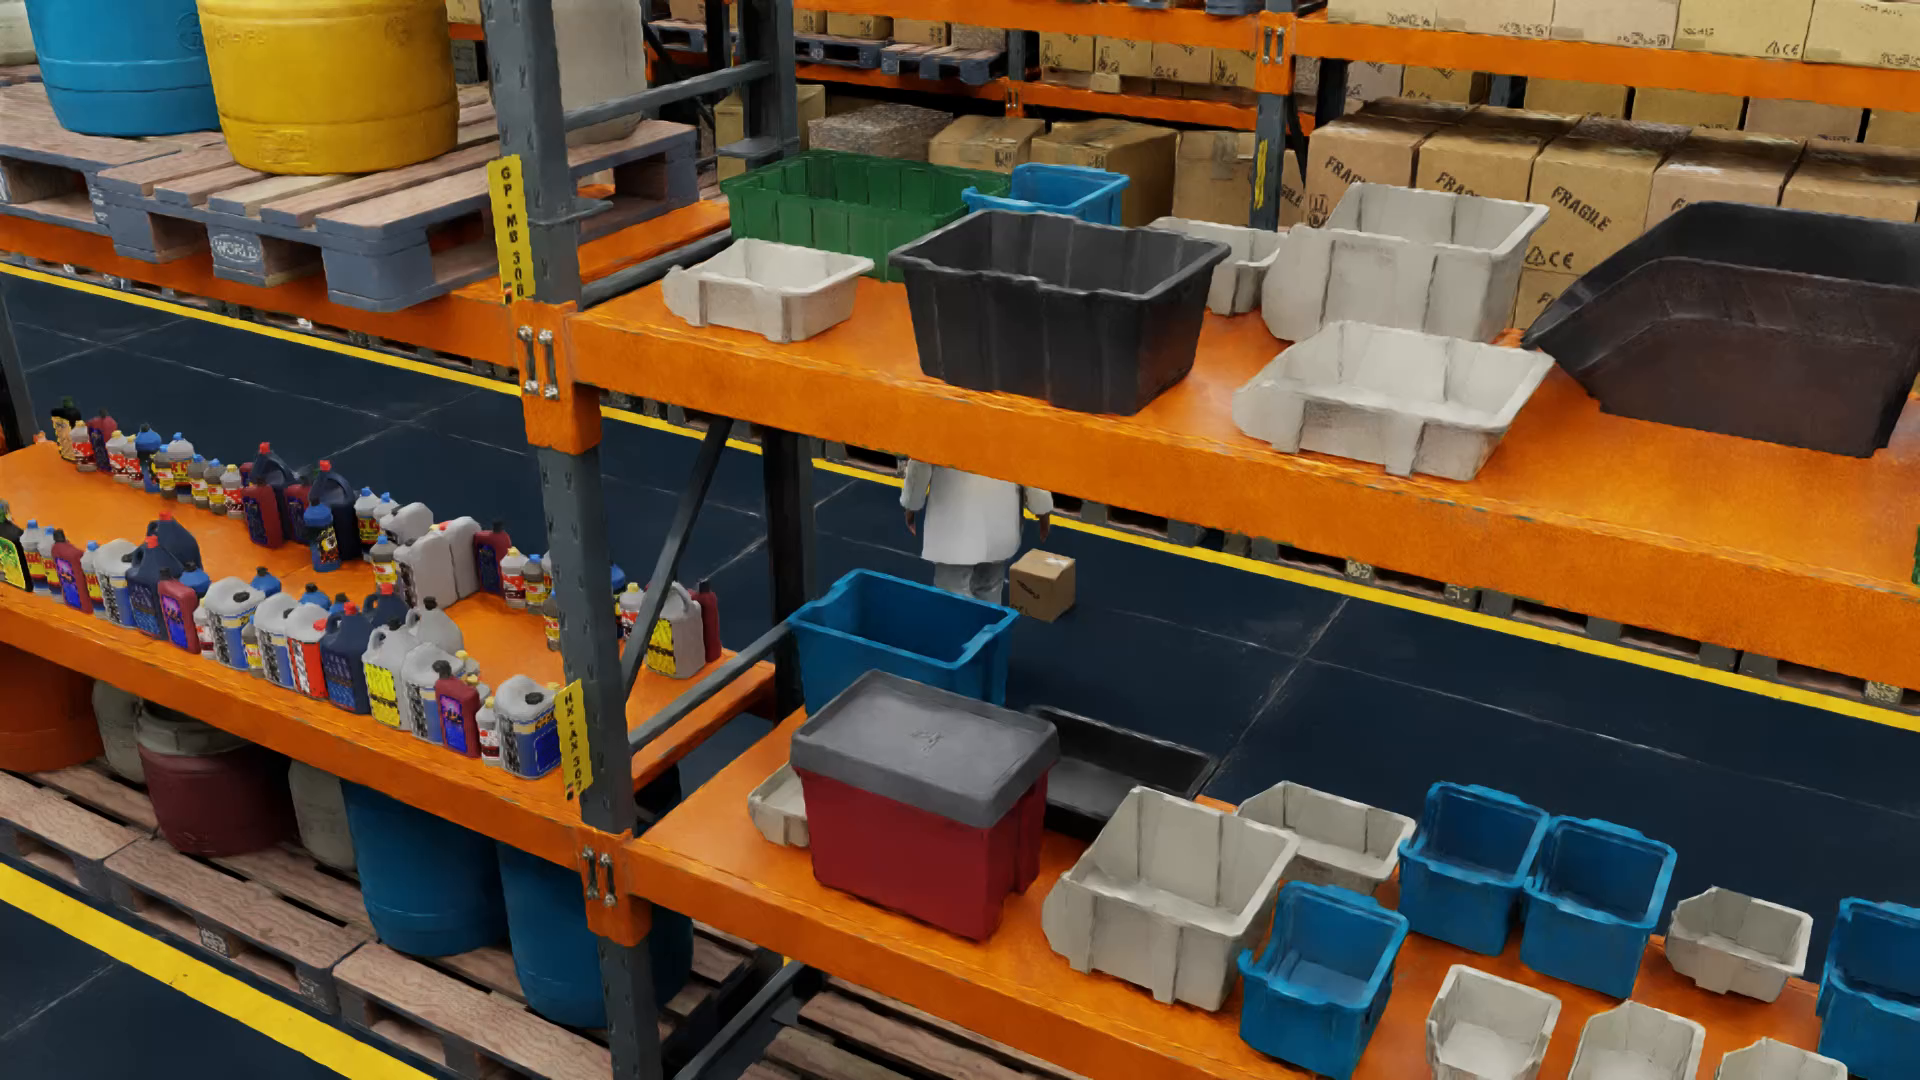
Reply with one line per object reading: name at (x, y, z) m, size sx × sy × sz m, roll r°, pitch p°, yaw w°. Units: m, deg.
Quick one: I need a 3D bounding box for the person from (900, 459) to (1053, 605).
person at (0.075, -0.138, 7.405) m, size 0.669 × 1.775 × 0.709 m, roll -6°, pitch 27°, yaw -12°
